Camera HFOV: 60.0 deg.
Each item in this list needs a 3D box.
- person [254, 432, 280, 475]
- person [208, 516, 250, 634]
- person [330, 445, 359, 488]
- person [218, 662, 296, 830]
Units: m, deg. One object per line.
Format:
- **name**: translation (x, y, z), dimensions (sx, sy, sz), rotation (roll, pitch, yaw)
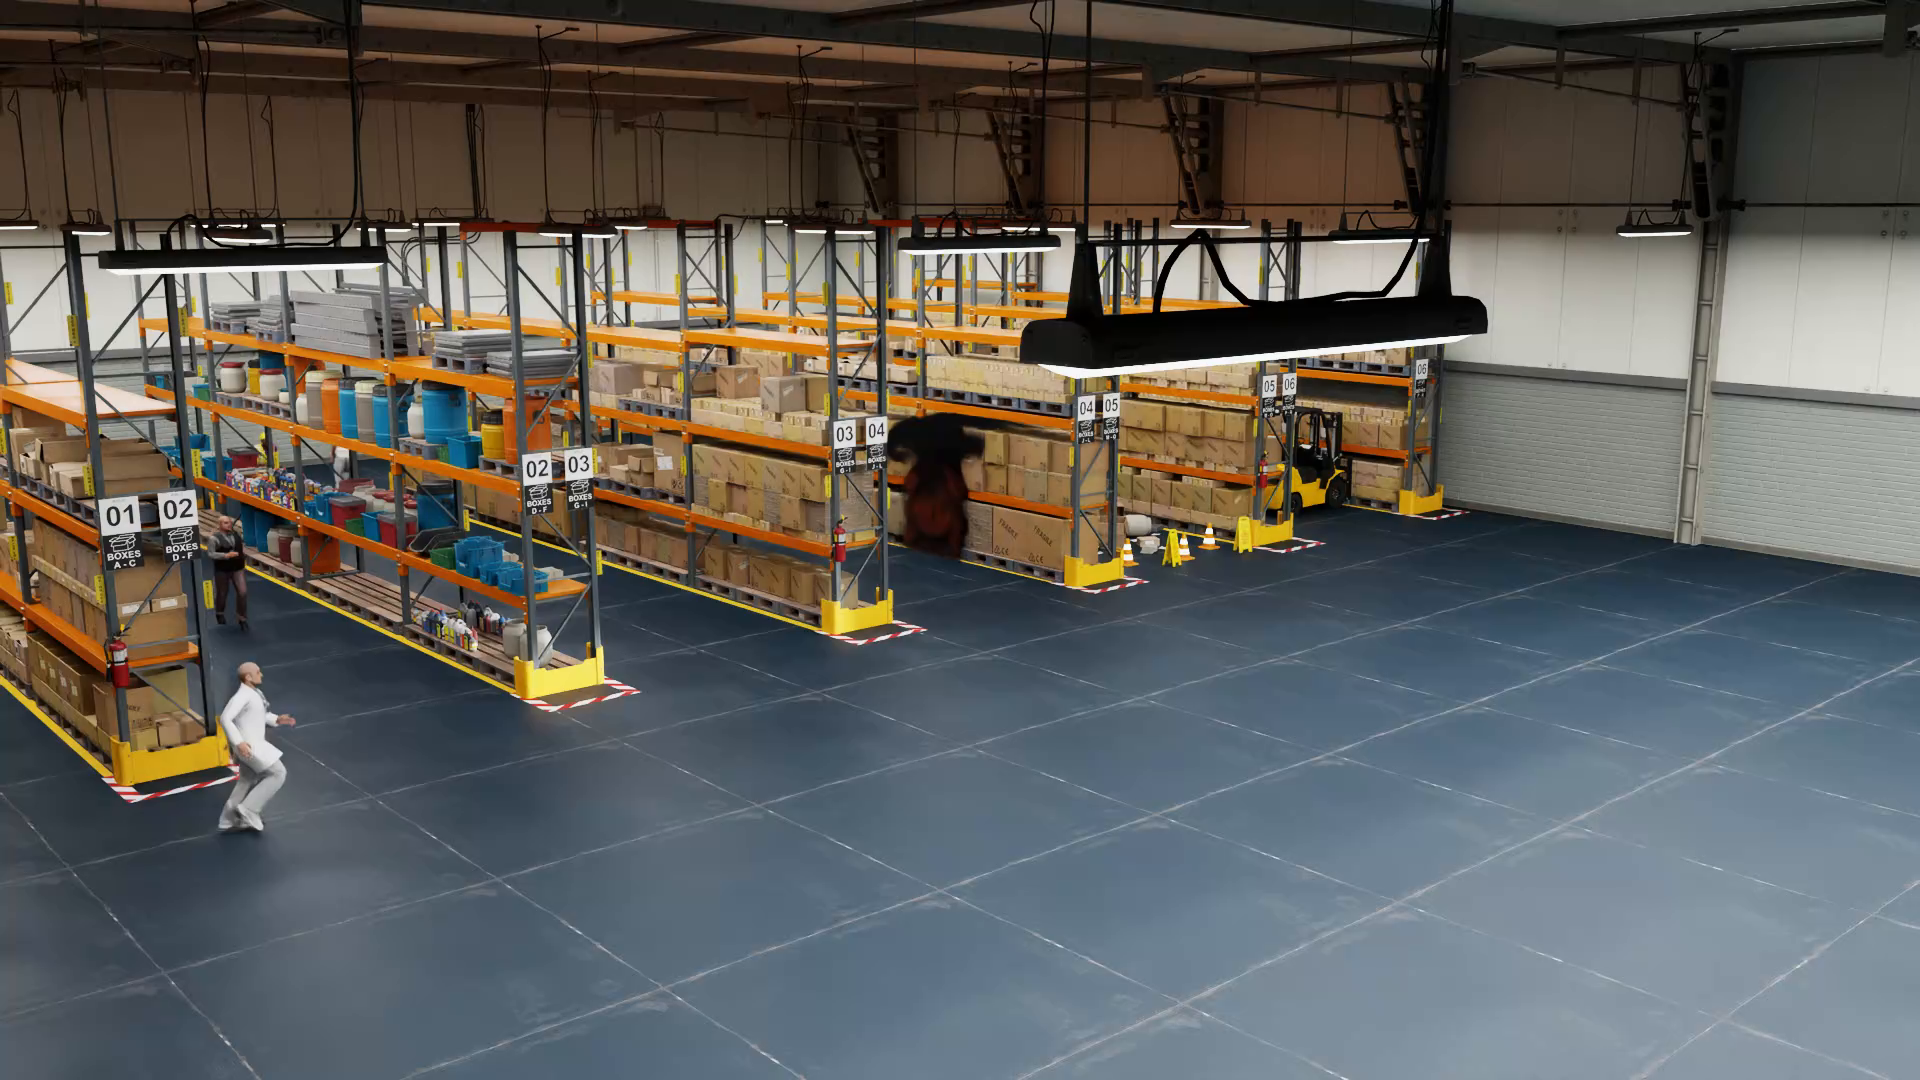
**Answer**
- **person**: translation (-14.524, -1.454, 34.834), dimensions (0.902, 1.654, 0.734), rotation (9, 15, 38)
- **person**: translation (-11.008, 0.500, 25.009), dimensions (0.605, 1.774, 0.869), rotation (-10, 15, -42)
- **person**: translation (-13.497, -1.794, 36.483), dimensions (0.490, 1.730, 0.685), rotation (11, 16, 42)
- **person**: translation (-7.202, 2.108, 16.976), dimensions (0.817, 1.756, 0.686), rotation (-4, 12, -21)
